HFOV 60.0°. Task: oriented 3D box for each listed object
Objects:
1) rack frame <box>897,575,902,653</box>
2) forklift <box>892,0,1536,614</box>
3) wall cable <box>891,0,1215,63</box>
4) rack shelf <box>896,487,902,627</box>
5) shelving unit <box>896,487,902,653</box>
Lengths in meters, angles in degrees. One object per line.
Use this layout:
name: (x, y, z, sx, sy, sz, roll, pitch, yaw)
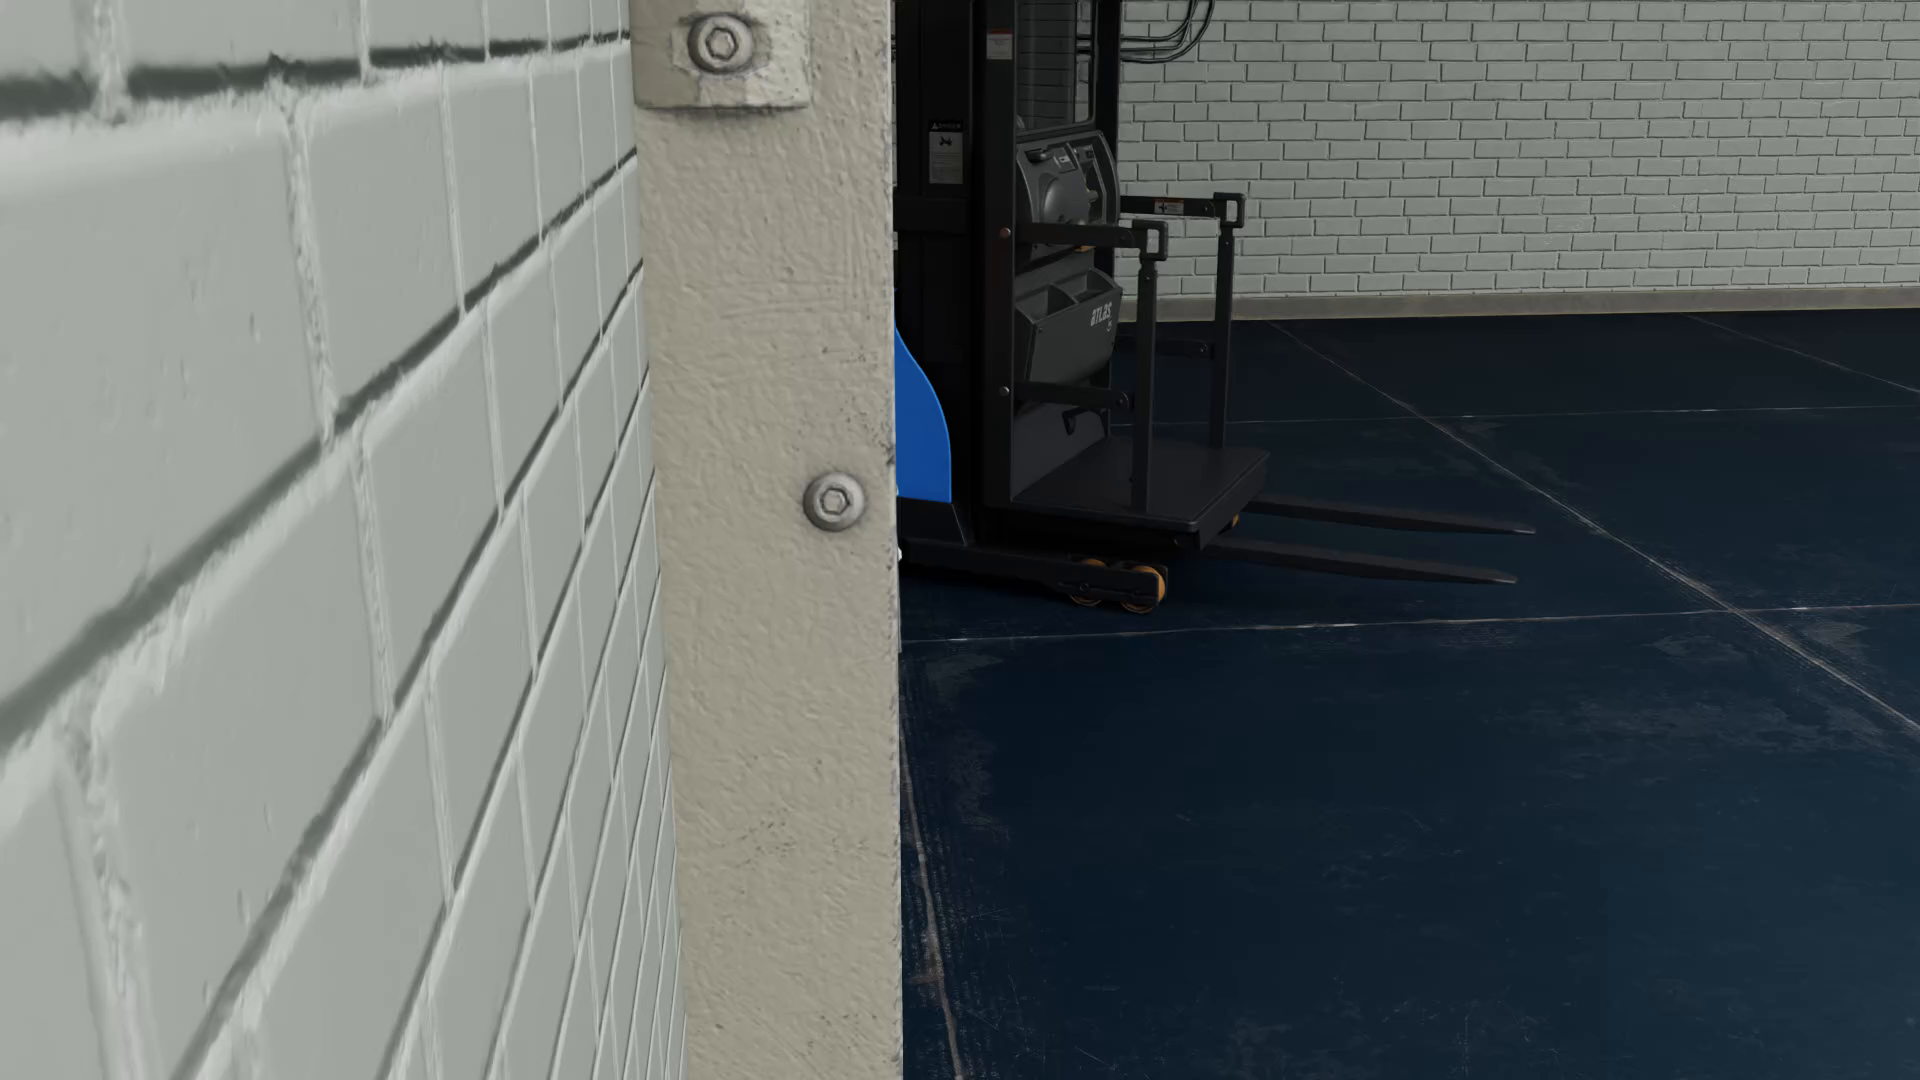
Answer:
rack frame: (-0.431, -0.695, 5.001, 0.400, 2.100, 0.015, -2, -11, -6)
forklift: (0.584, -1.321, 5.990, 3.031, 2.935, 1.130, 8, 19, 23)
wall cable: (0.138, -4.271, 10.442, 3.097, 2.526, 0.112, -2, 18, -6)
rack shelf: (-0.411, 0.051, 5.110, 0.431, 0.518, 0.480, -2, -11, -6)
shelving unit: (-0.453, -0.649, 5.240, 0.431, 2.100, 0.503, -2, -11, -6)
